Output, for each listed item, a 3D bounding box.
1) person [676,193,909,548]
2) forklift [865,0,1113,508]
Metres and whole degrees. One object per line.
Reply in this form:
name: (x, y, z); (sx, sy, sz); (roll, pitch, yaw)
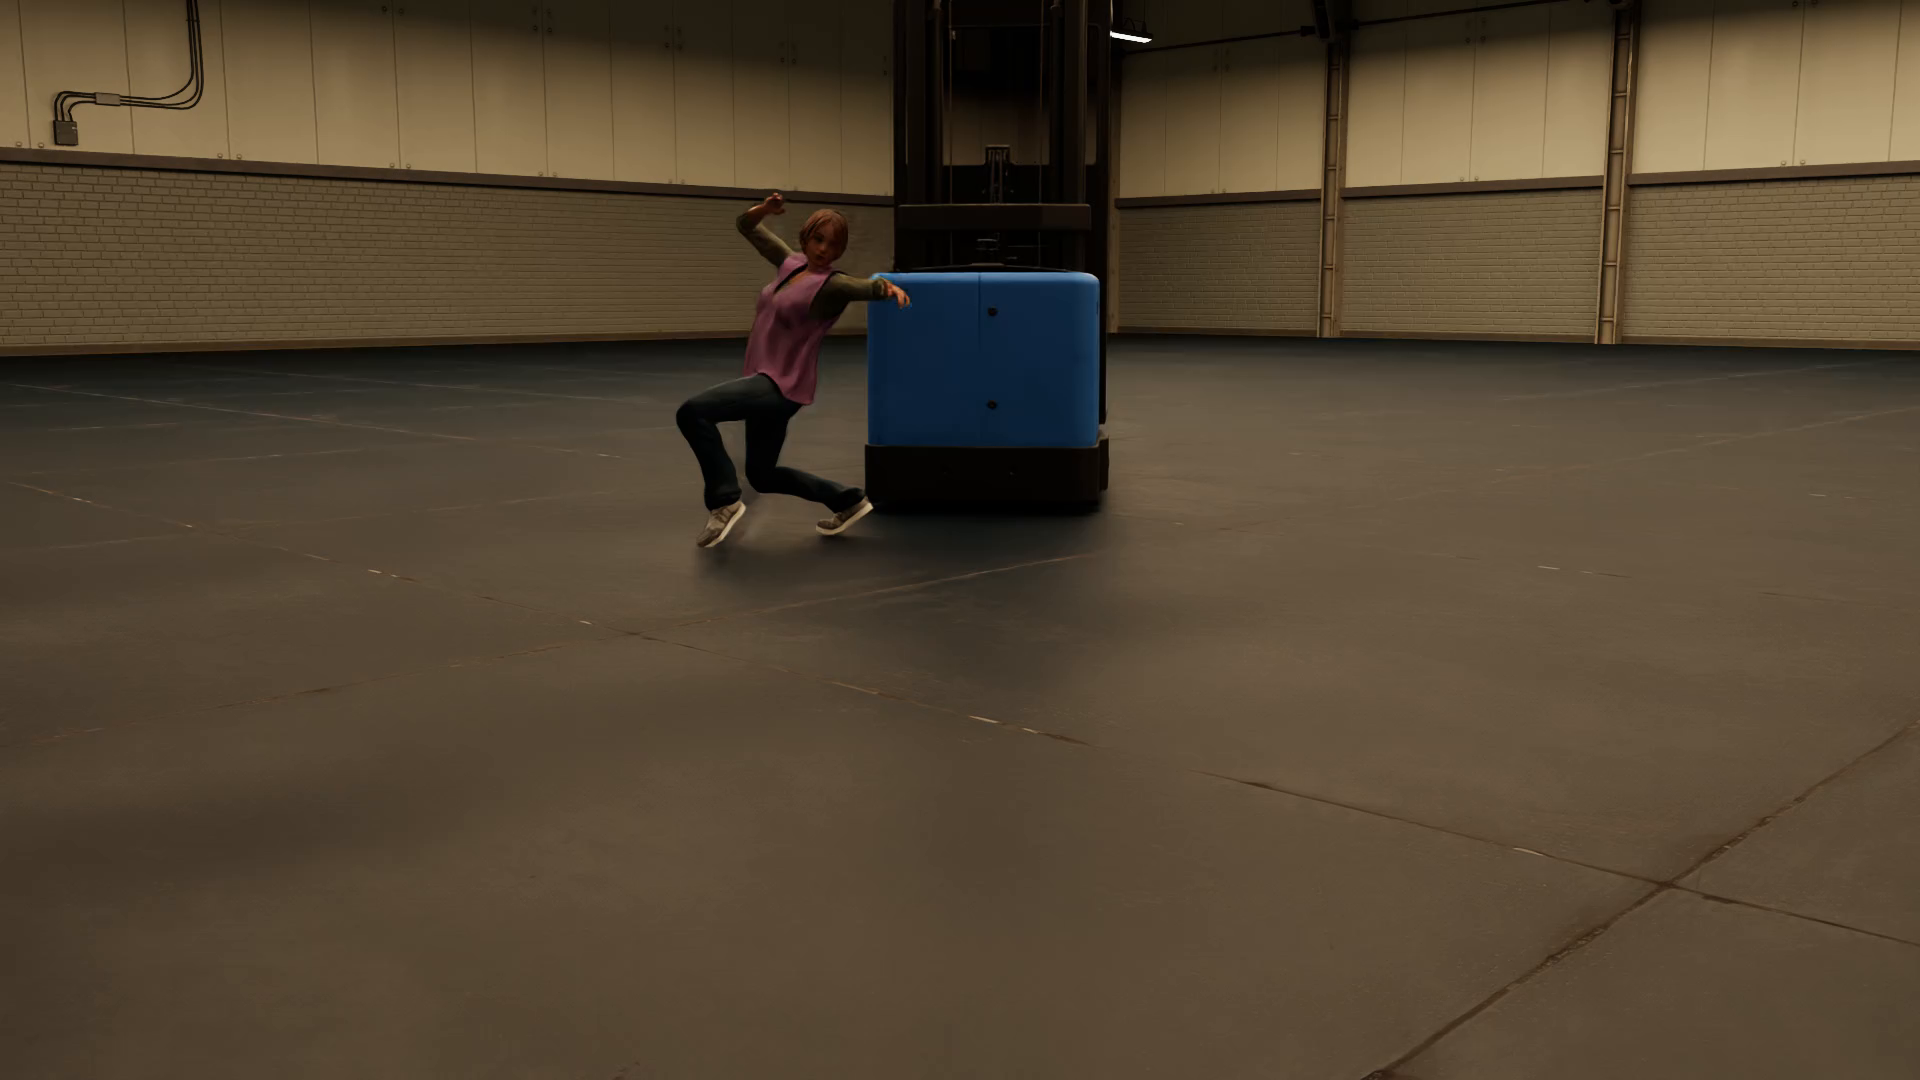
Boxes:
person: (-0.660, -0.631, 6.395); (0.803, 1.385, 0.930); (-3, 9, -21)
forklift: (0.233, -1.777, 8.677); (1.130, 2.935, 3.031); (1, 9, 6)
